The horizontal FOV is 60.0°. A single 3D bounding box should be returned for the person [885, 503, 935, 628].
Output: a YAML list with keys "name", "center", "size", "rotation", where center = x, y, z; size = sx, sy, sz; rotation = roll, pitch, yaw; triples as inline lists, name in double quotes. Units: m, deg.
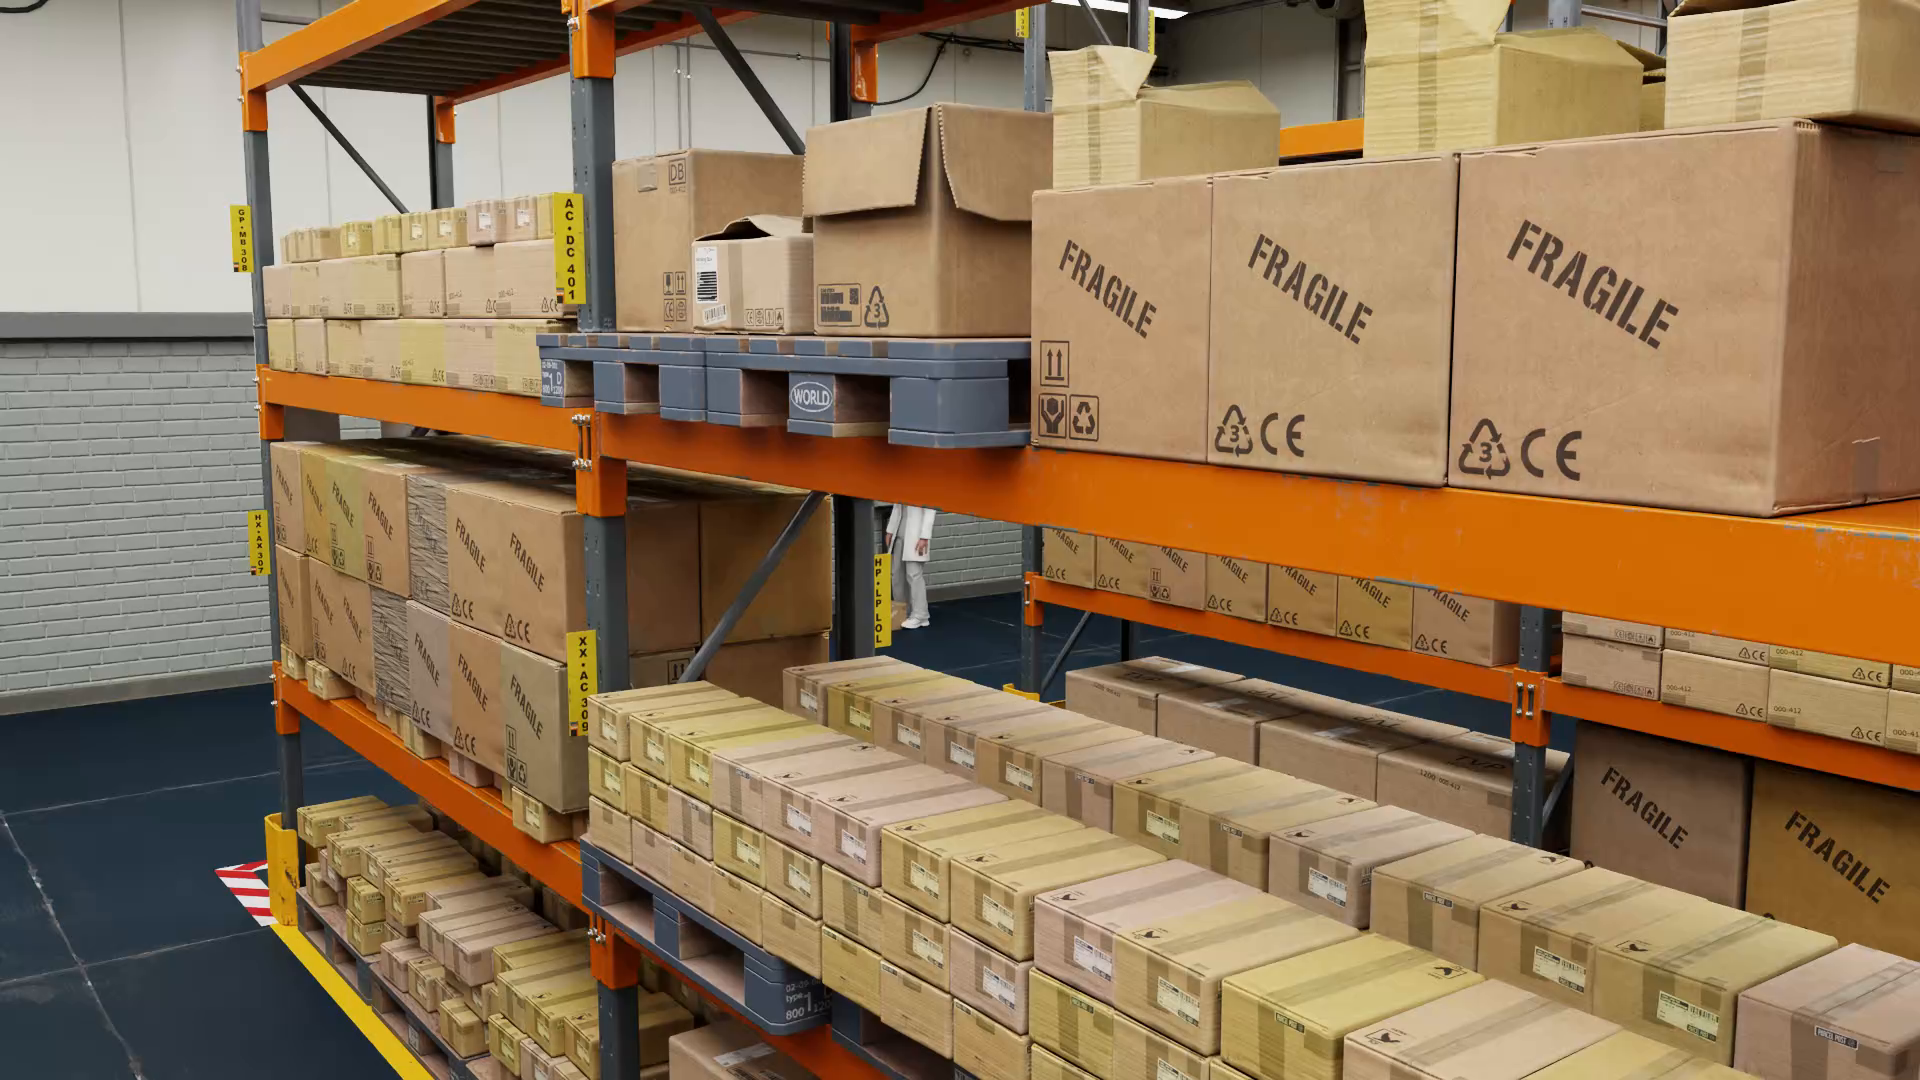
- name: "person"
  center: [-0.503, -0.023, 16.527]
  size: [0.404, 1.774, 0.656]
  rotation: [-6, 10, -38]
